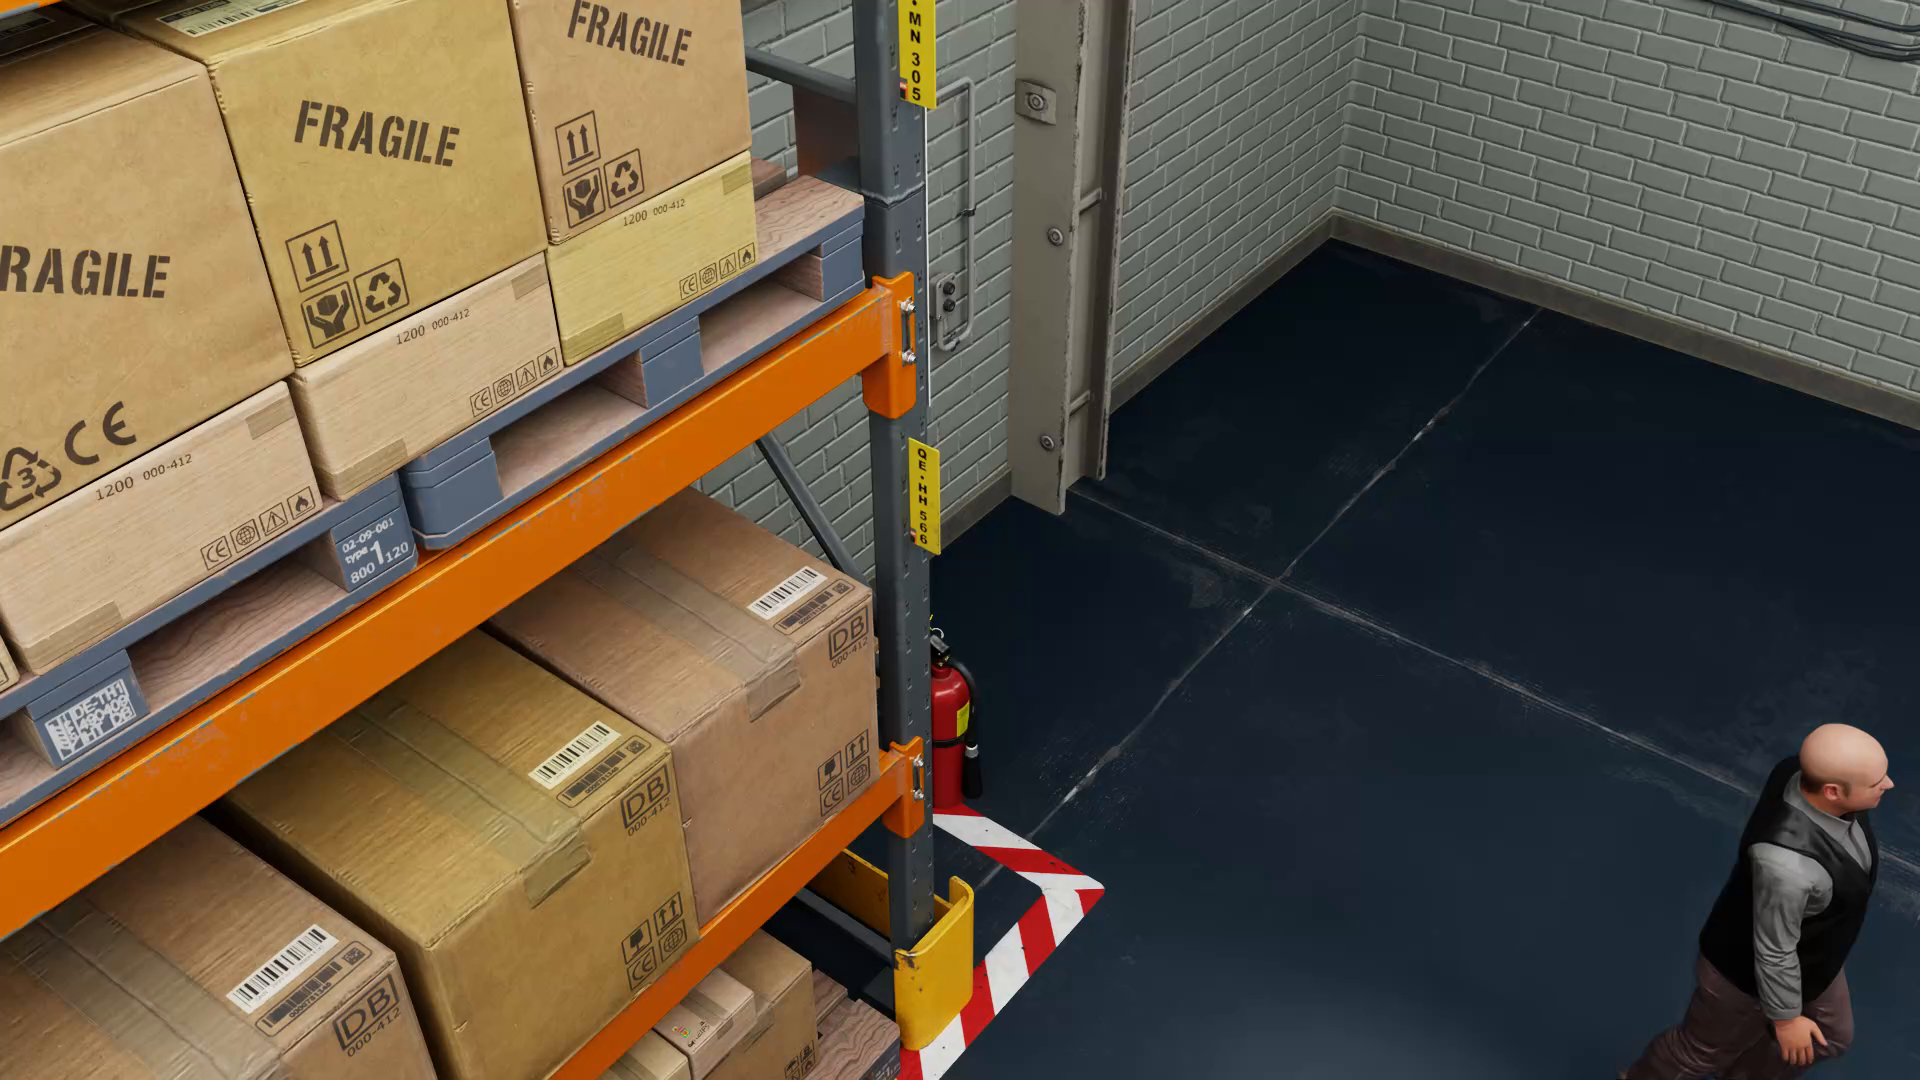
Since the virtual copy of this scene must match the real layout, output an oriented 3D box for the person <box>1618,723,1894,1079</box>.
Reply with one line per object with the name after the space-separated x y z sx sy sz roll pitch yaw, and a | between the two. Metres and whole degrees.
2.295 1.205 4.681 0.522 1.777 0.541 27 46 29 | person
